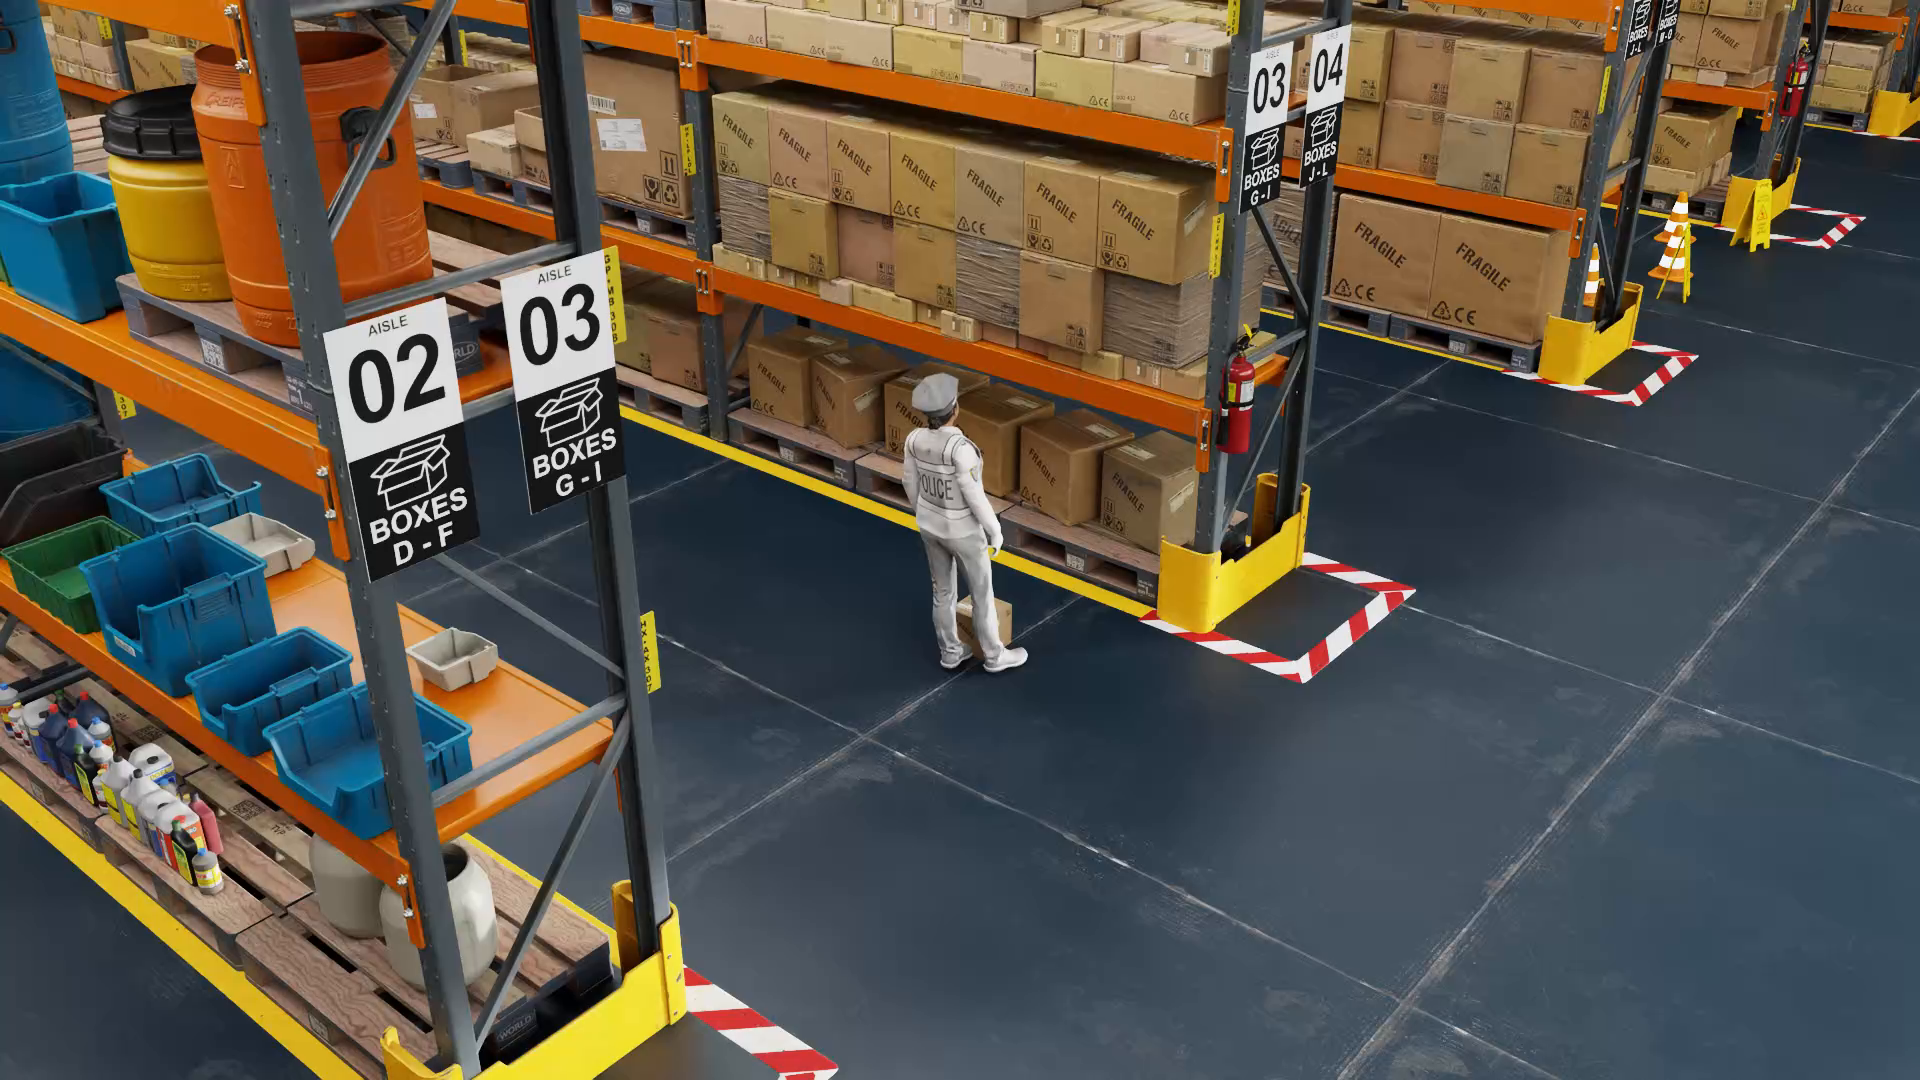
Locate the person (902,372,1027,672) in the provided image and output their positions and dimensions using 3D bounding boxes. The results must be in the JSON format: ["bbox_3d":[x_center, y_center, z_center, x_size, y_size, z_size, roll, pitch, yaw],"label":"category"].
[{"bbox_3d":[0.002,-0.090,8.737,0.588,1.697,0.533,21,34,34],"label":"person"}]
